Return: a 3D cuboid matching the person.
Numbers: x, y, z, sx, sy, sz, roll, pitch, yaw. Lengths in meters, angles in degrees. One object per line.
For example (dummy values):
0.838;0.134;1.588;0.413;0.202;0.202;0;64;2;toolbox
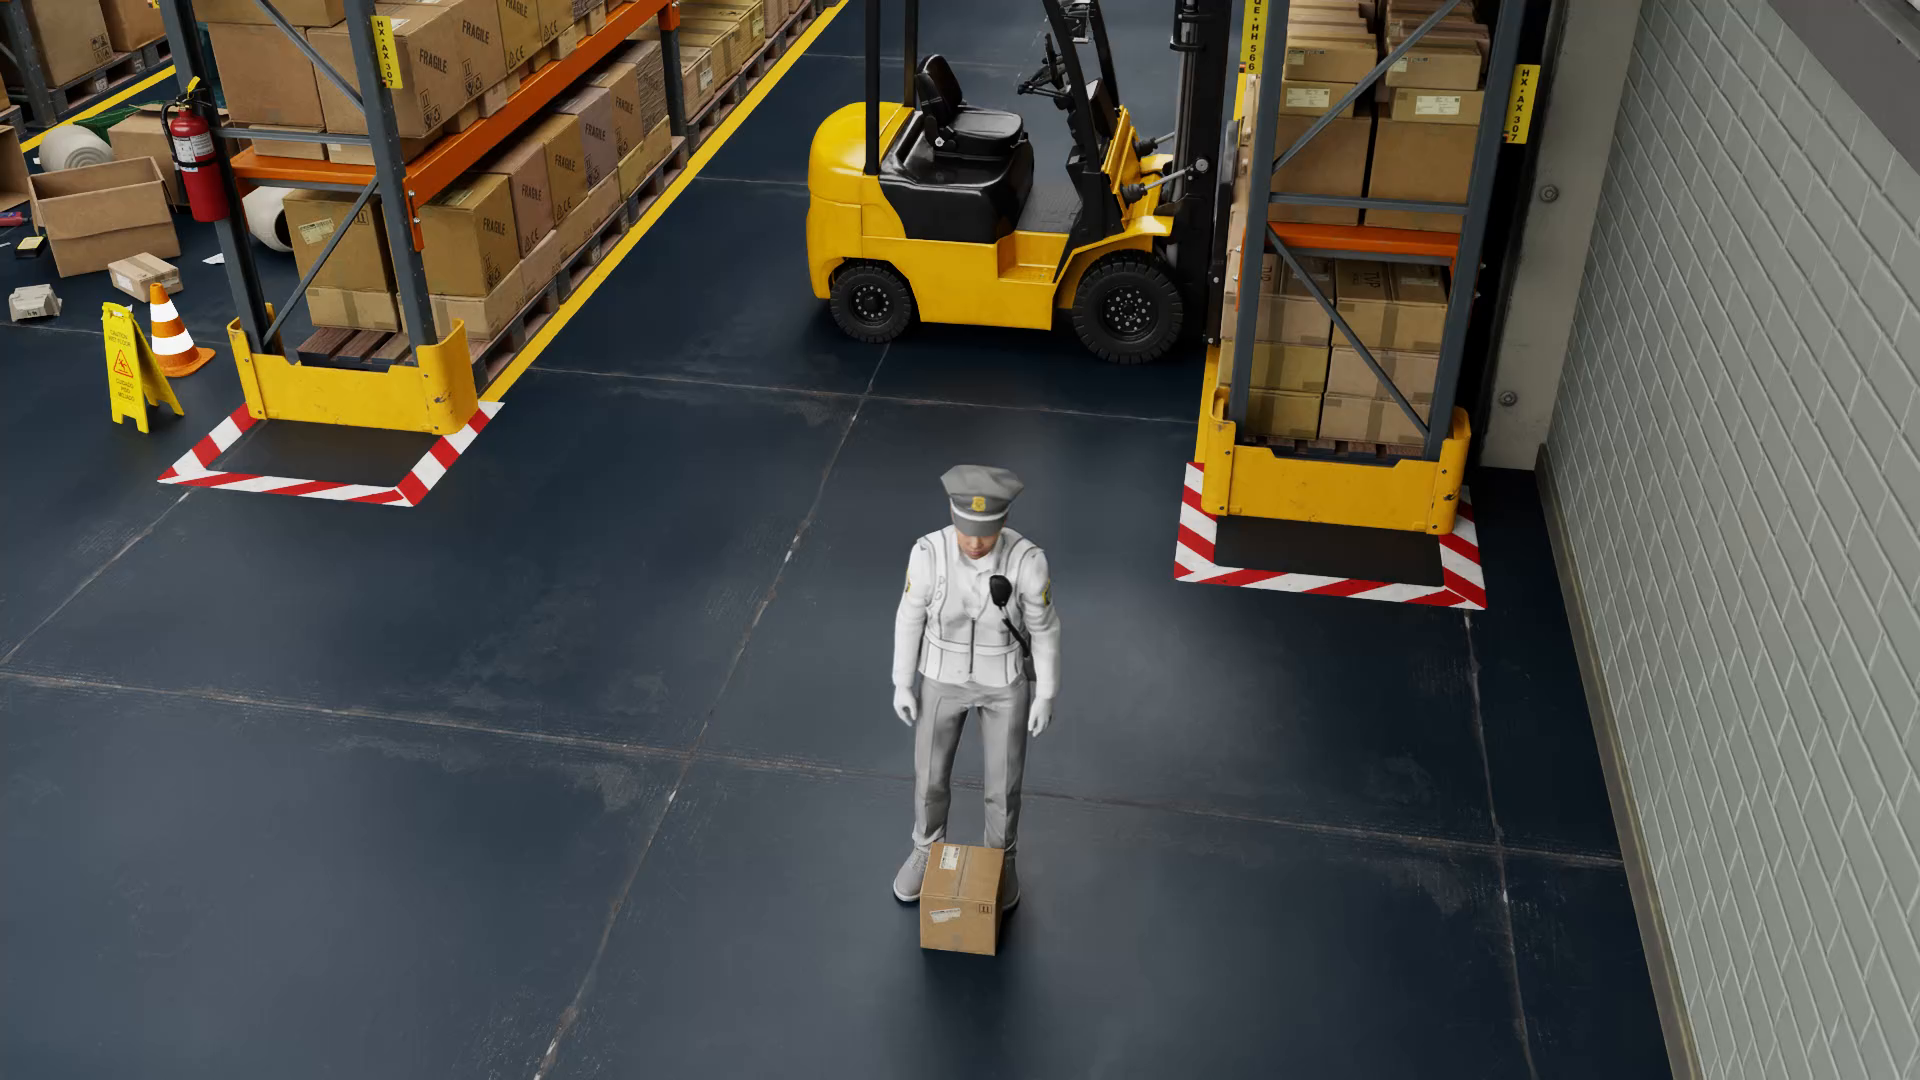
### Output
0.051;0.479;5.384;0.542;1.665;0.372;4;33;7;person
